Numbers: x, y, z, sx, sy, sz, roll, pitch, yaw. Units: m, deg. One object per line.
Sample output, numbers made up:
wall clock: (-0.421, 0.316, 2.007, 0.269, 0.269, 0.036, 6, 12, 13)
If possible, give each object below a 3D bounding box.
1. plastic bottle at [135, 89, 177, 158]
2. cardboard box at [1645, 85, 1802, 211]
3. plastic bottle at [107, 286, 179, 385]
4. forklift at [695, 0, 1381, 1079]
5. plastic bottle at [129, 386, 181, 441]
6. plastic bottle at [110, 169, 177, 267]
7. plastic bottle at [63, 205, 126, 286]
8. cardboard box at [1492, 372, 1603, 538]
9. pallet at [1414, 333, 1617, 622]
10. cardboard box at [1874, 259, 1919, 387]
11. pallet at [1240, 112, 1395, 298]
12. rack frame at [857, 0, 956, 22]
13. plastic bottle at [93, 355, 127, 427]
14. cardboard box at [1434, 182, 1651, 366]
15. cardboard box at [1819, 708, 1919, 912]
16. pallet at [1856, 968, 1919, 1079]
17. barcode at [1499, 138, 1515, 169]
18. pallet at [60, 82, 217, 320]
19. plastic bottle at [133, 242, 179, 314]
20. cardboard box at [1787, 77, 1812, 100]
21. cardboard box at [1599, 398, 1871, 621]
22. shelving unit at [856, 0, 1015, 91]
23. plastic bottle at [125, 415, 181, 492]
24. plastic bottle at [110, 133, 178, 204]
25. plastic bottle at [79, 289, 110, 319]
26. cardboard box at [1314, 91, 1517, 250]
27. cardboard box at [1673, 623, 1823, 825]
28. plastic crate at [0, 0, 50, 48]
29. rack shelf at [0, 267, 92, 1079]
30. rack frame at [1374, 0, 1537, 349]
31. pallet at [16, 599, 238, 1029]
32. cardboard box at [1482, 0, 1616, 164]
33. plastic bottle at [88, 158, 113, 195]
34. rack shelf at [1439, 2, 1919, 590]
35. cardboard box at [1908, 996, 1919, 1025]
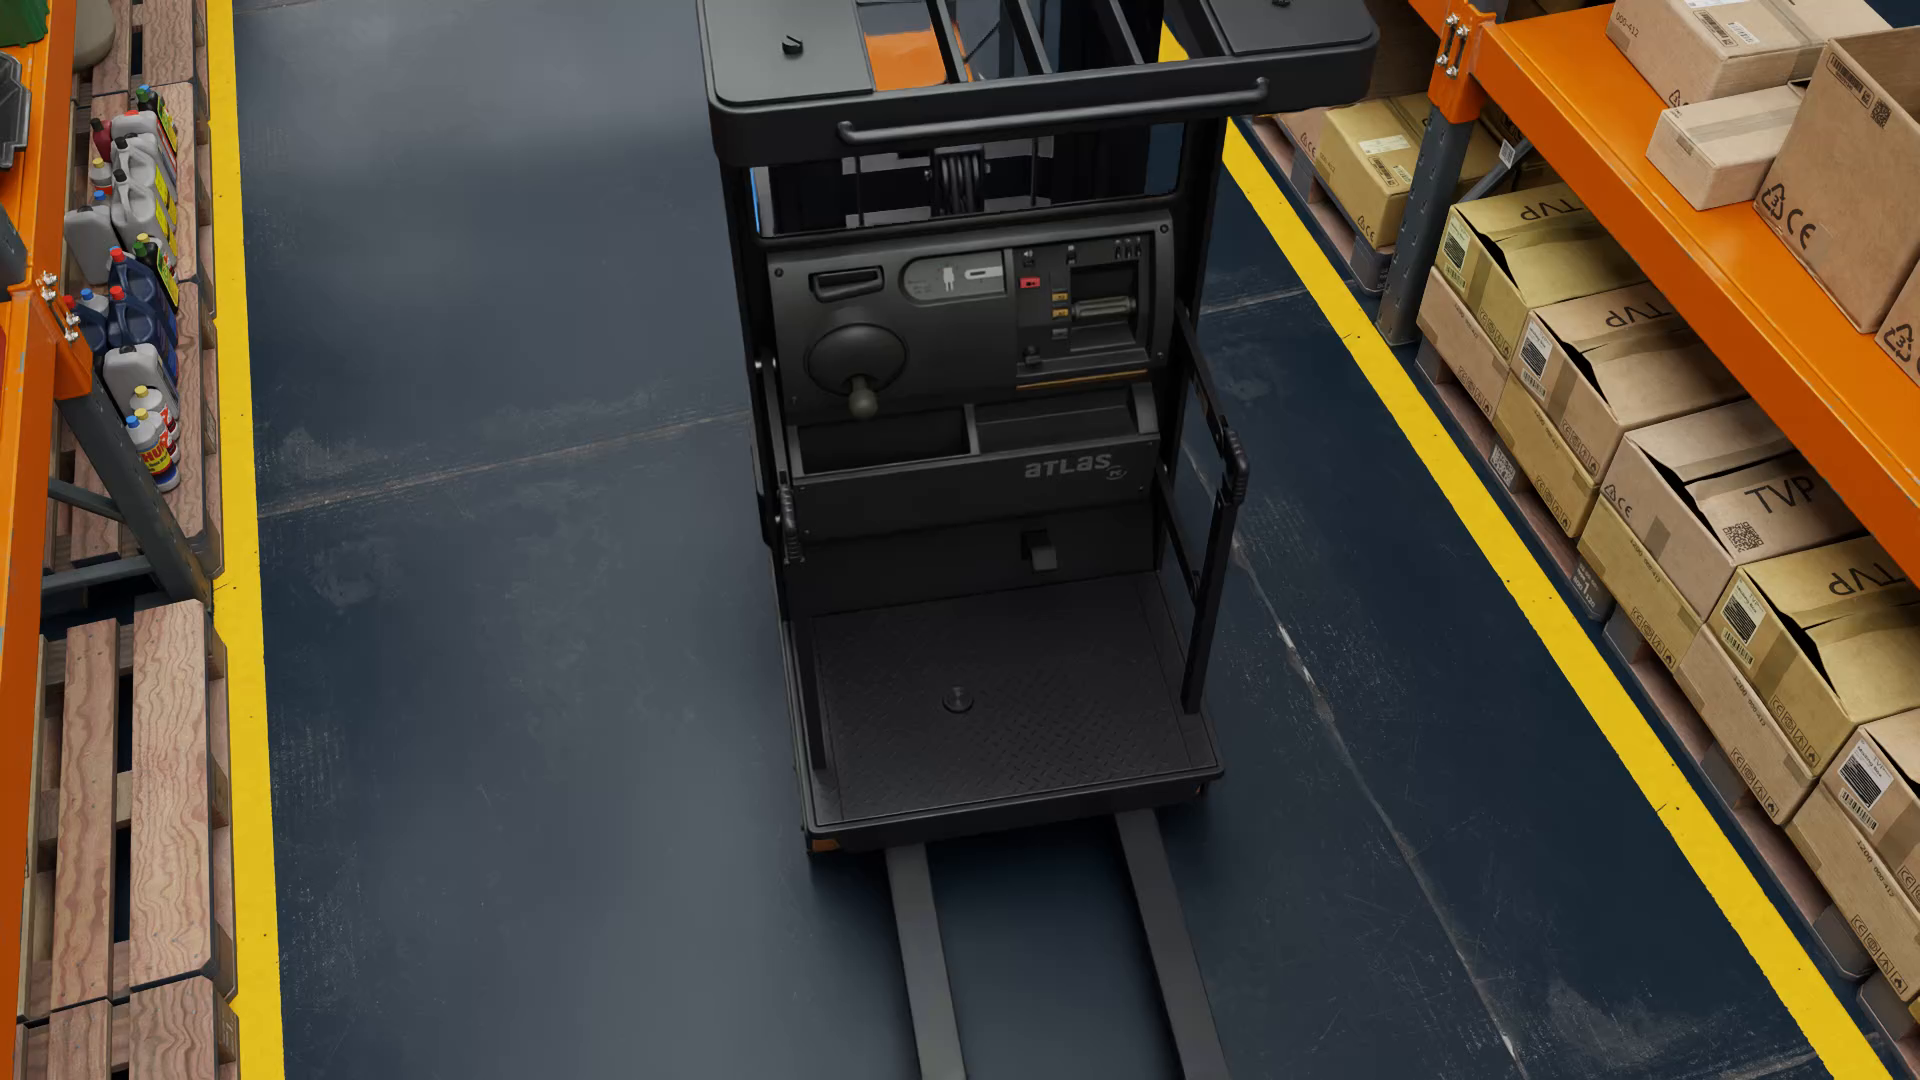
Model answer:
plastic bottle: (-2.940, -1.540, 6.075, 0.061, 0.283, 0.133, -12, 51, -10)
cardboard box: (2.028, -1.018, 4.311, 0.380, 0.149, 0.250, -13, 51, -11)
plastic bottle: (-2.614, -0.647, 5.278, 0.144, 0.351, 0.185, -12, 51, -10)
forklift: (0.074, -0.407, 3.676, 1.130, 2.935, 3.031, -8, 50, -6)
plastic bottle: (-2.507, -0.396, 5.164, 0.097, 0.201, 0.097, 0, 50, 0)
plastic bottle: (-2.795, -1.095, 5.656, 0.144, 0.351, 0.185, -14, 51, -11)
plastic bottle: (-2.929, -1.019, 5.641, 0.152, 0.276, 0.135, -13, 51, -11)
cardboard box: (1.994, -0.317, 5.079, 0.500, 0.250, 0.500, -12, 51, -10)
pallet: (2.217, -0.365, 5.419, 1.003, 0.211, 1.213, -13, 51, -11)
cardboard box: (2.477, -0.510, 3.652, 0.500, 0.500, 0.500, -13, 51, -11)
pallet: (1.766, -1.484, 6.363, 1.003, 0.211, 1.213, -13, 51, -11)
rack frame: (-0.264, -1.899, 5.870, 0.500, 1.500, 0.032, -8, 50, -6)
plastic bottle: (-2.670, -0.479, 5.181, 0.061, 0.283, 0.133, -13, 51, -11)
cardboard box: (1.846, -0.864, 5.174, 0.500, 0.311, 0.500, -13, 51, -11)
cardboard box: (2.448, 0.625, 3.918, 0.500, 0.311, 0.500, -14, 51, -11)
pallet: (2.938, 1.418, 3.917, 1.003, 0.211, 1.213, -13, 51, -11)
barcode: (1.639, -1.158, 4.983, 0.001, 0.075, 0.075, -13, 51, -11)
pallet: (-3.295, -1.169, 6.098, 1.003, 0.211, 1.213, -13, 51, -11)
plastic bottle: (-2.678, -0.893, 5.530, 0.061, 0.283, 0.133, -11, 51, -9)
cardboard box: (2.397, -1.149, 4.344, 0.396, 0.266, 0.258, -14, 51, -12)
cardboard box: (2.143, -0.120, 4.546, 0.500, 0.311, 0.500, -15, 51, -12)
shelving unit: (-0.175, -1.509, 5.541, 0.587, 1.500, 1.083, -8, 50, -6)
plastic bottle: (-2.447, -0.270, 5.012, 0.097, 0.271, 0.097, 0, 50, 0)
plastic bottle: (-2.903, -1.327, 5.900, 0.152, 0.276, 0.135, -15, 51, -12)
plastic bottle: (-2.772, -0.700, 5.375, 0.097, 0.271, 0.097, 0, 50, 0)
cardboard box: (1.616, -1.331, 5.934, 0.500, 0.250, 0.500, -13, 51, -11)
cardboard box: (2.299, 0.432, 4.448, 0.500, 0.250, 0.500, -12, 51, -10)
plastic crate: (-2.903, -1.662, 4.828, 0.450, 0.188, 0.662, -13, 51, -11)
rack shelf: (-2.180, 1.017, 2.901, 1.077, 0.370, 4.000, -13, 51, -11)
rack frame: (1.962, -1.793, 4.799, 1.000, 3.000, 0.127, -13, 51, -11)
pallet: (-2.502, 0.788, 4.447, 1.003, 0.211, 1.213, -13, 51, -11)
cardboard box: (2.124, -1.693, 5.748, 0.500, 0.500, 0.500, -13, 51, -11)
plastic bottle: (-3.017, -1.261, 5.894, 0.097, 0.201, 0.097, 0, 50, 0)
rack shelf: (2.553, -0.100, 3.843, 1.077, 0.370, 4.000, -13, 51, -11)
cardboard box: (2.600, 1.175, 3.821, 0.500, 0.250, 0.500, -14, 51, -11)
